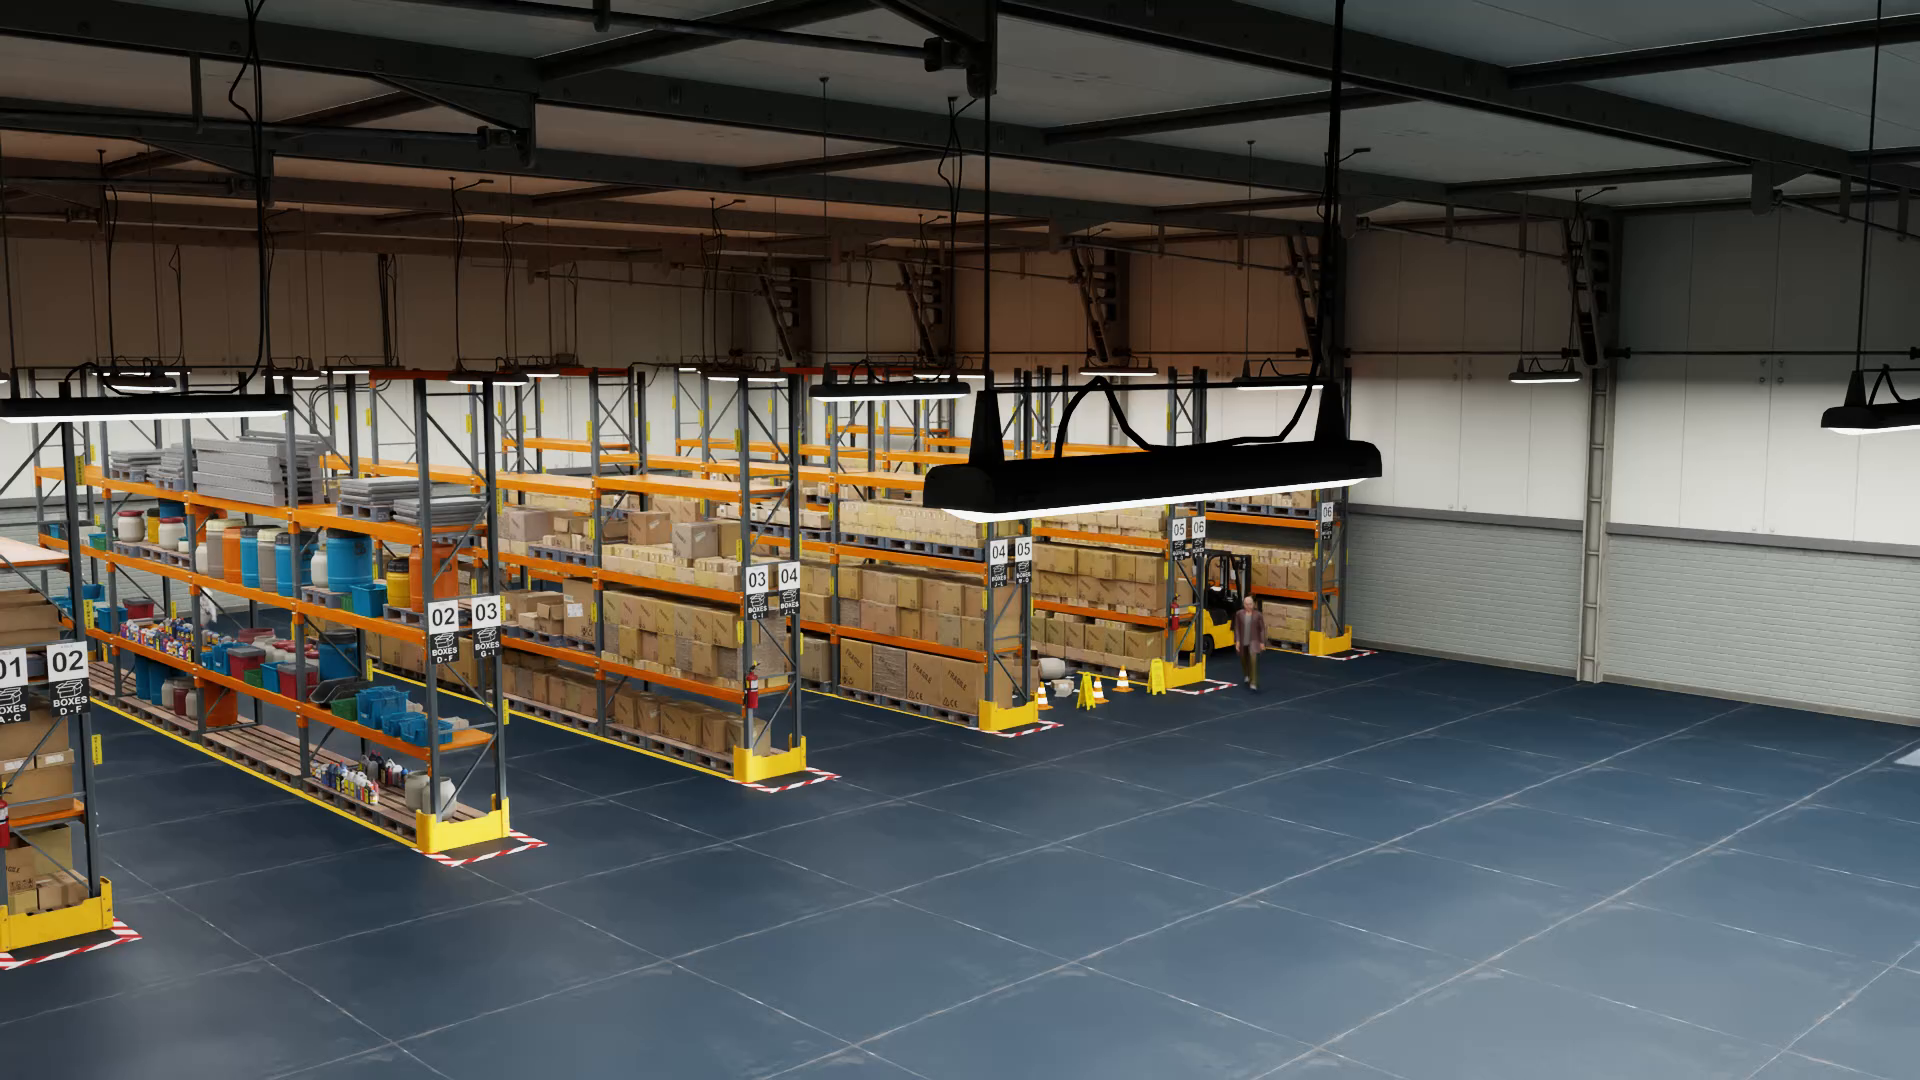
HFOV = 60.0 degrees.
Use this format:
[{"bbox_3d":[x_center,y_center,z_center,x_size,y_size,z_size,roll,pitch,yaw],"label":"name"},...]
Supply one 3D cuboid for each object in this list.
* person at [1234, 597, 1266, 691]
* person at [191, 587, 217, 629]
[{"bbox_3d":[5.471,1.932,31.387,0.613,1.725,1.112,4,7,29],"label":"person"},{"bbox_3d":[-15.880,1.582,34.965,0.553,1.670,0.713,5,8,37],"label":"person"}]
